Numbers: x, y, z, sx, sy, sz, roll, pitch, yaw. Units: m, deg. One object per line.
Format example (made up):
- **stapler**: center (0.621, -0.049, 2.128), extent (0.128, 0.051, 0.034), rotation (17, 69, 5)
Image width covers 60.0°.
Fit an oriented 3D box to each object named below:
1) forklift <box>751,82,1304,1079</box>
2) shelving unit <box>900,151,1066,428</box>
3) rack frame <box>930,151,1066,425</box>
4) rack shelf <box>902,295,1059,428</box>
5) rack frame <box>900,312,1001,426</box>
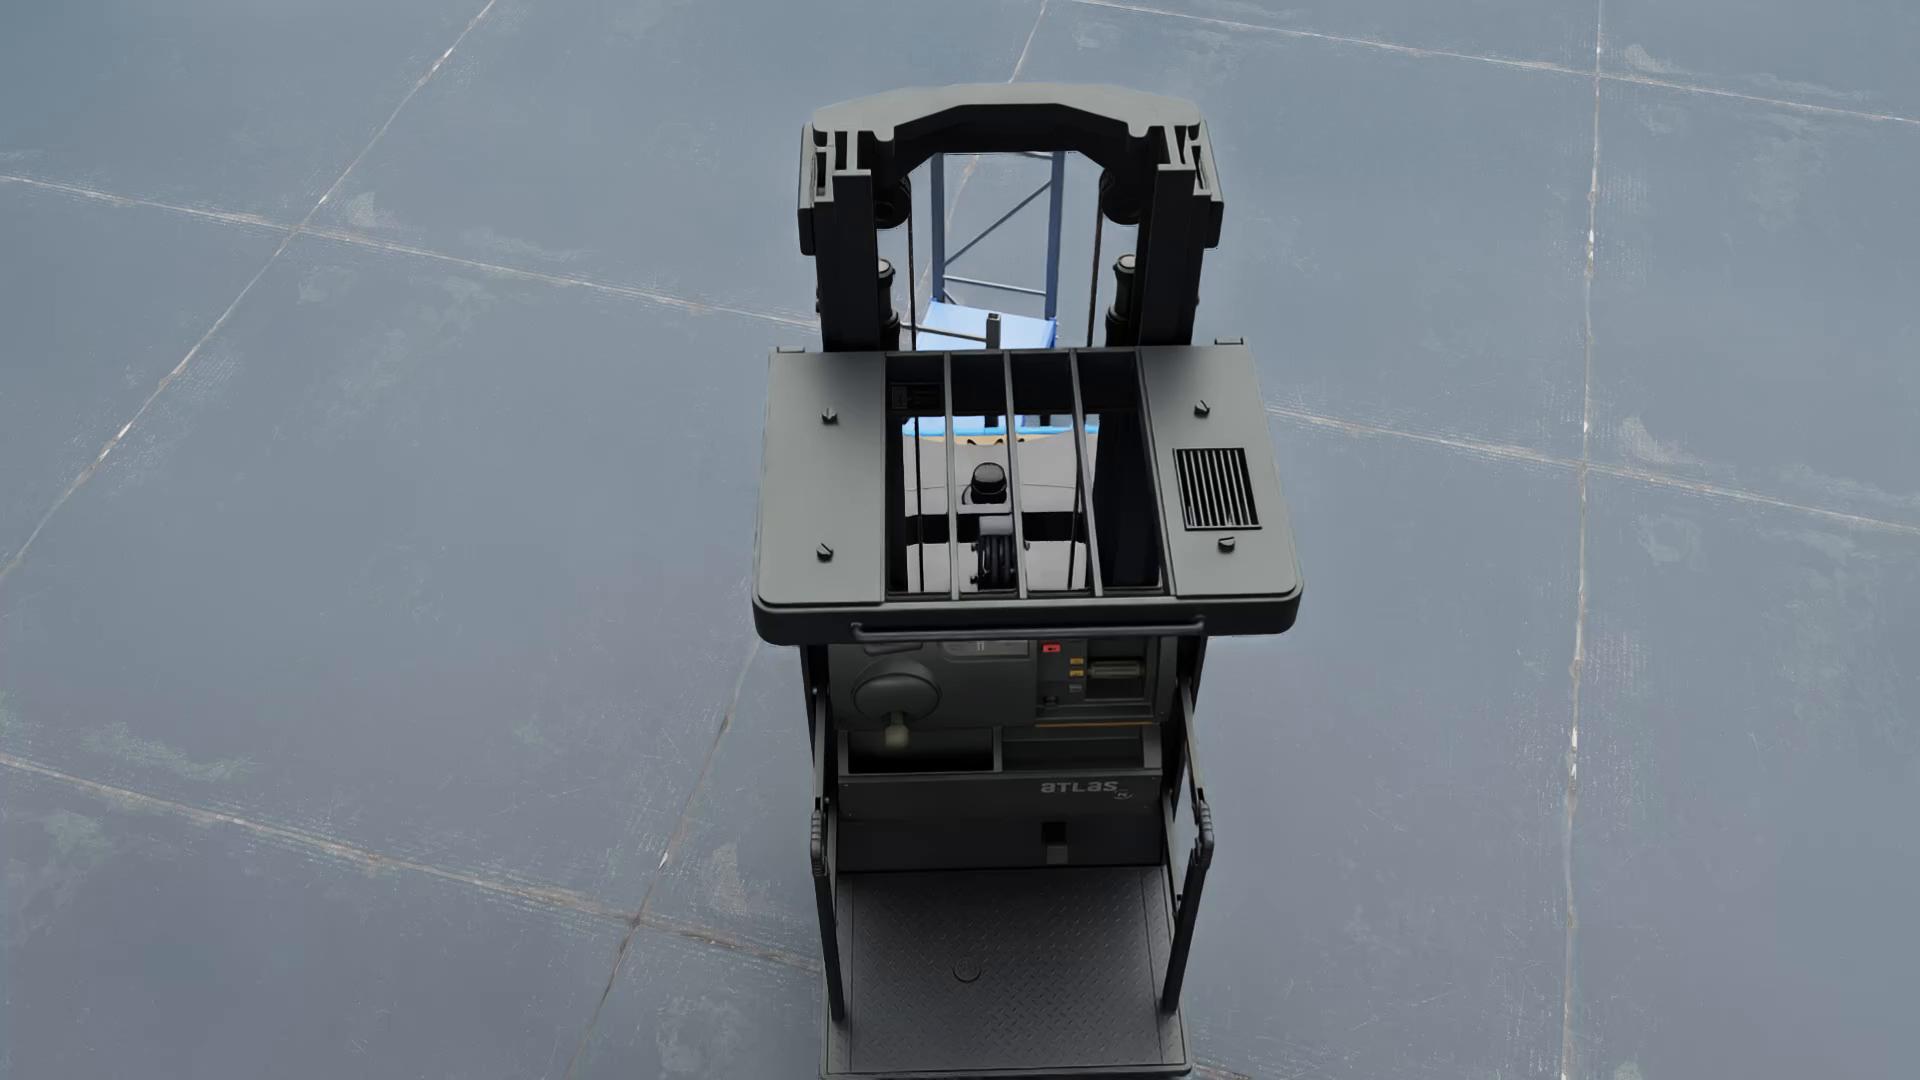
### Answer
- **forklift**: center (0.123, 0.462, 4.306), extent (1.130, 2.935, 3.031), rotation (-1, 49, -1)
- **shelving unit**: center (0.011, -0.628, 6.223), extent (0.538, 1.500, 1.048), rotation (11, 49, 9)
- **rack frame**: center (0.137, -0.997, 6.549), extent (0.500, 1.500, 0.032), rotation (11, 49, 9)
- **rack shelf**: center (0.011, -0.509, 6.358), extent (0.538, 0.185, 1.000), rotation (11, 49, 9)
- **rack frame**: center (-0.114, -0.259, 5.897), extent (0.500, 1.500, 0.032), rotation (11, 49, 9)
